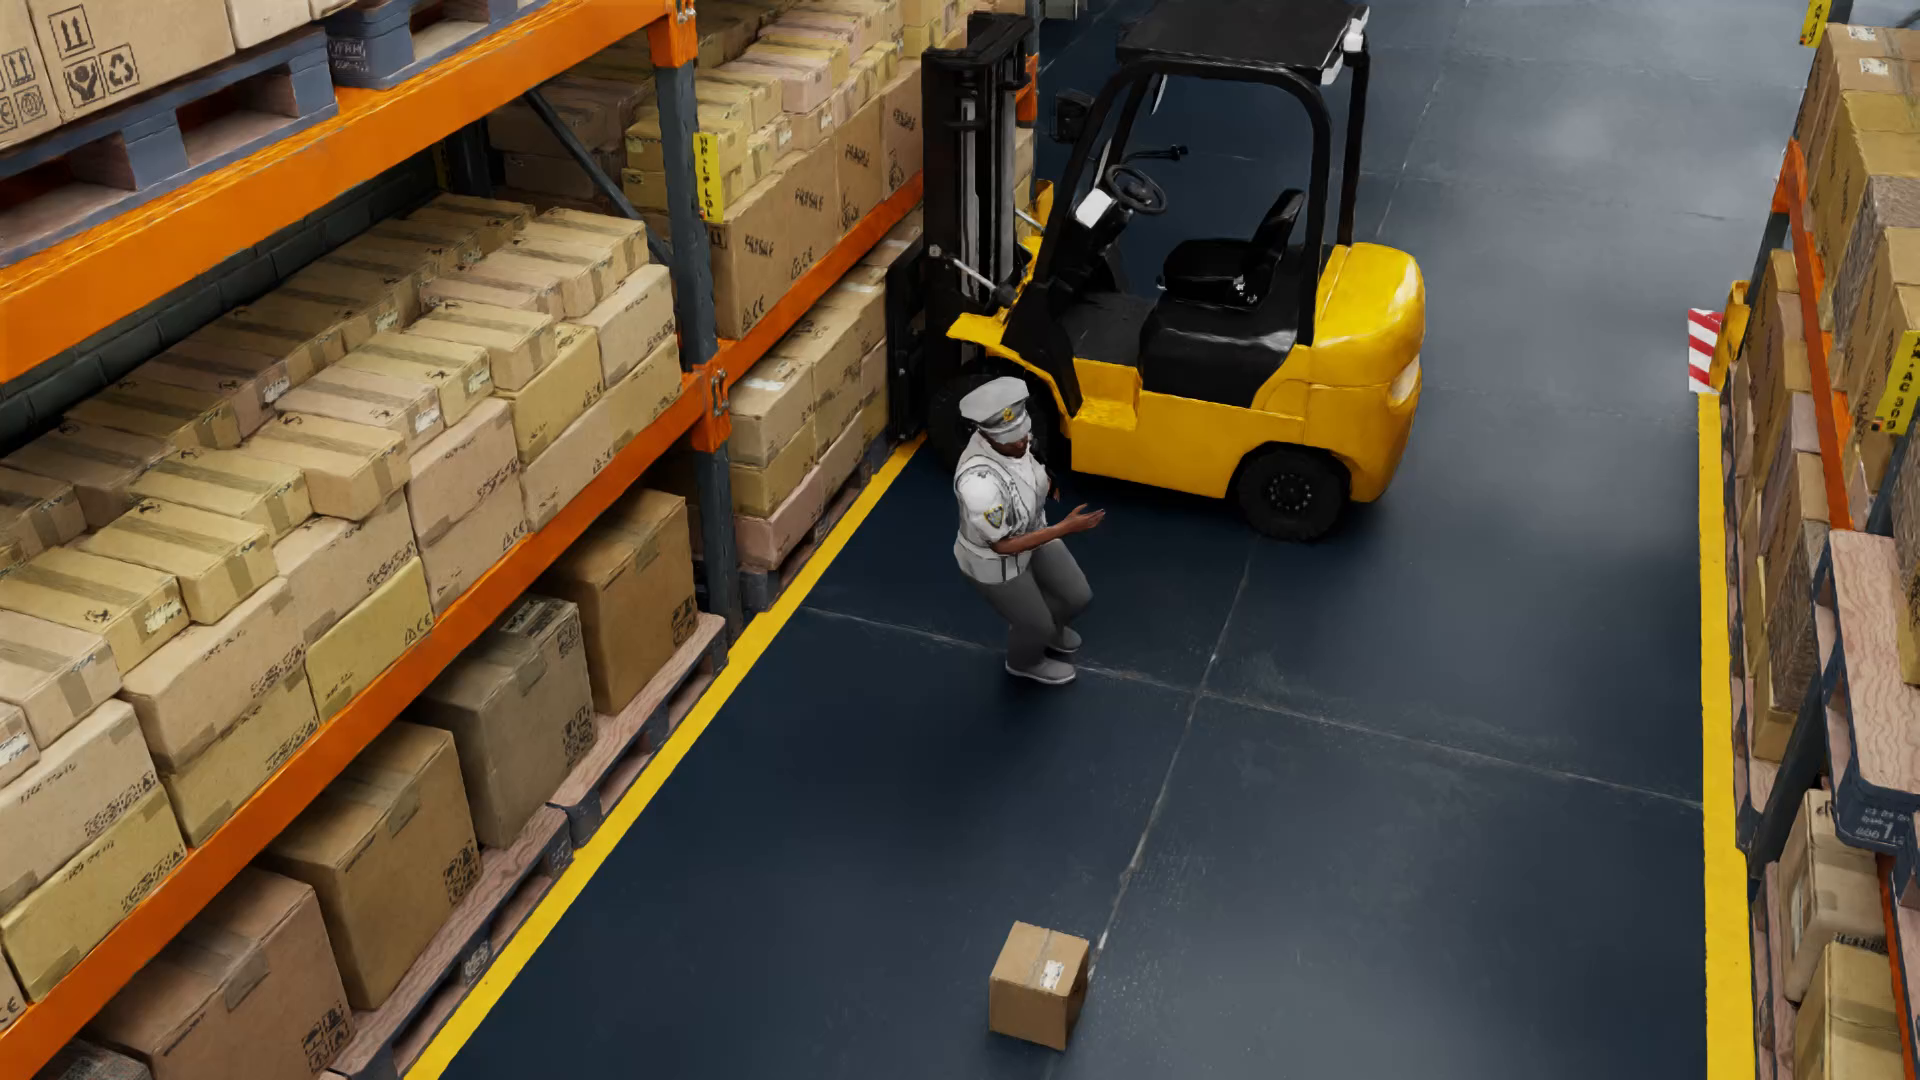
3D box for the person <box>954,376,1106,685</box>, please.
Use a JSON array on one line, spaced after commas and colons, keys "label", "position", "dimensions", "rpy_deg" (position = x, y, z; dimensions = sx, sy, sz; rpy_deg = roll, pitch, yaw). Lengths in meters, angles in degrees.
[{"label": "person", "position": [0.299, 0.005, 6.238], "dimensions": [0.544, 1.536, 0.864], "rpy_deg": [14, 36, 20]}]
